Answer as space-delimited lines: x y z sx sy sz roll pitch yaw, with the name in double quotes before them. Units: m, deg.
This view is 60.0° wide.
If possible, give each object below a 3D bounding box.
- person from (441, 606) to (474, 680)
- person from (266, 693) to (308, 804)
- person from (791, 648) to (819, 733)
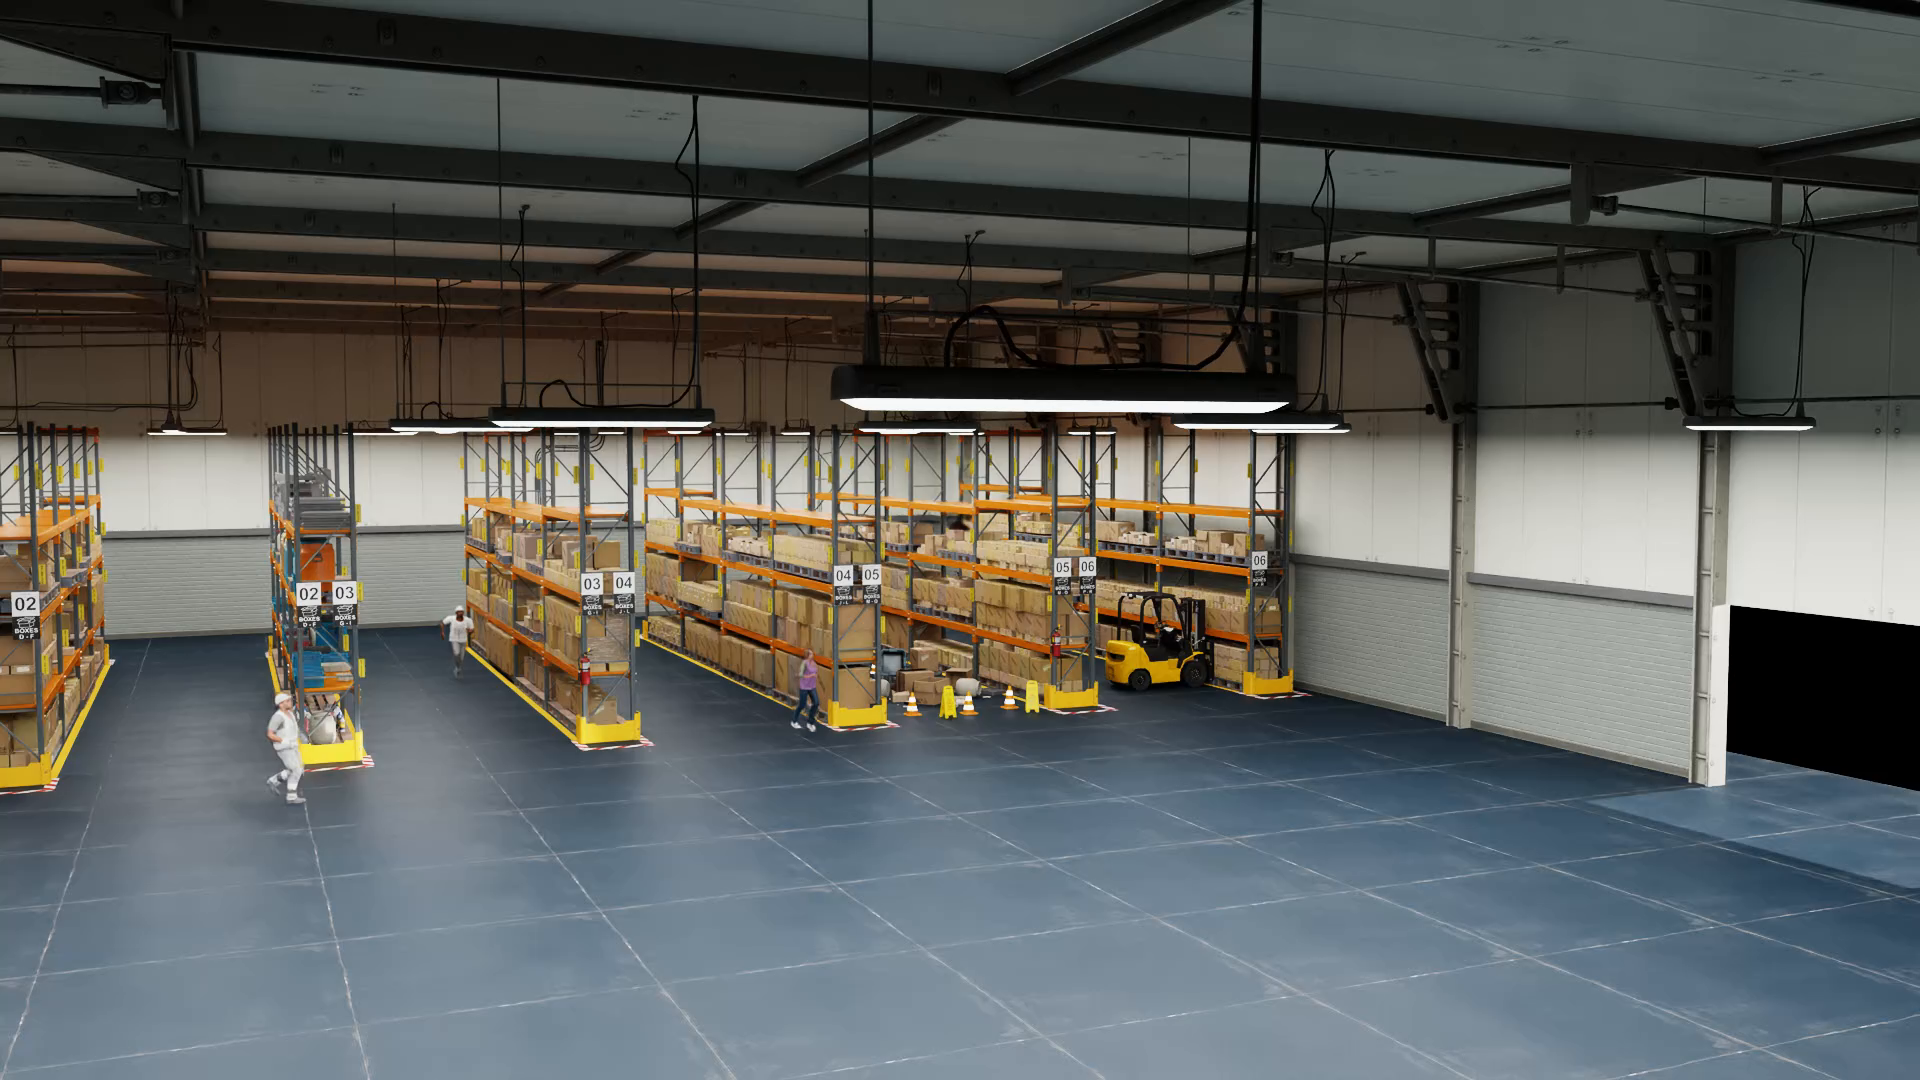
"person" -11.932 2.430 39.546 0.733 1.755 0.812 -2 4 -25
"person" -10.584 3.261 26.033 0.665 1.740 0.657 0 3 3
"person" -2.991 2.943 32.538 0.684 1.647 0.532 3 4 38
